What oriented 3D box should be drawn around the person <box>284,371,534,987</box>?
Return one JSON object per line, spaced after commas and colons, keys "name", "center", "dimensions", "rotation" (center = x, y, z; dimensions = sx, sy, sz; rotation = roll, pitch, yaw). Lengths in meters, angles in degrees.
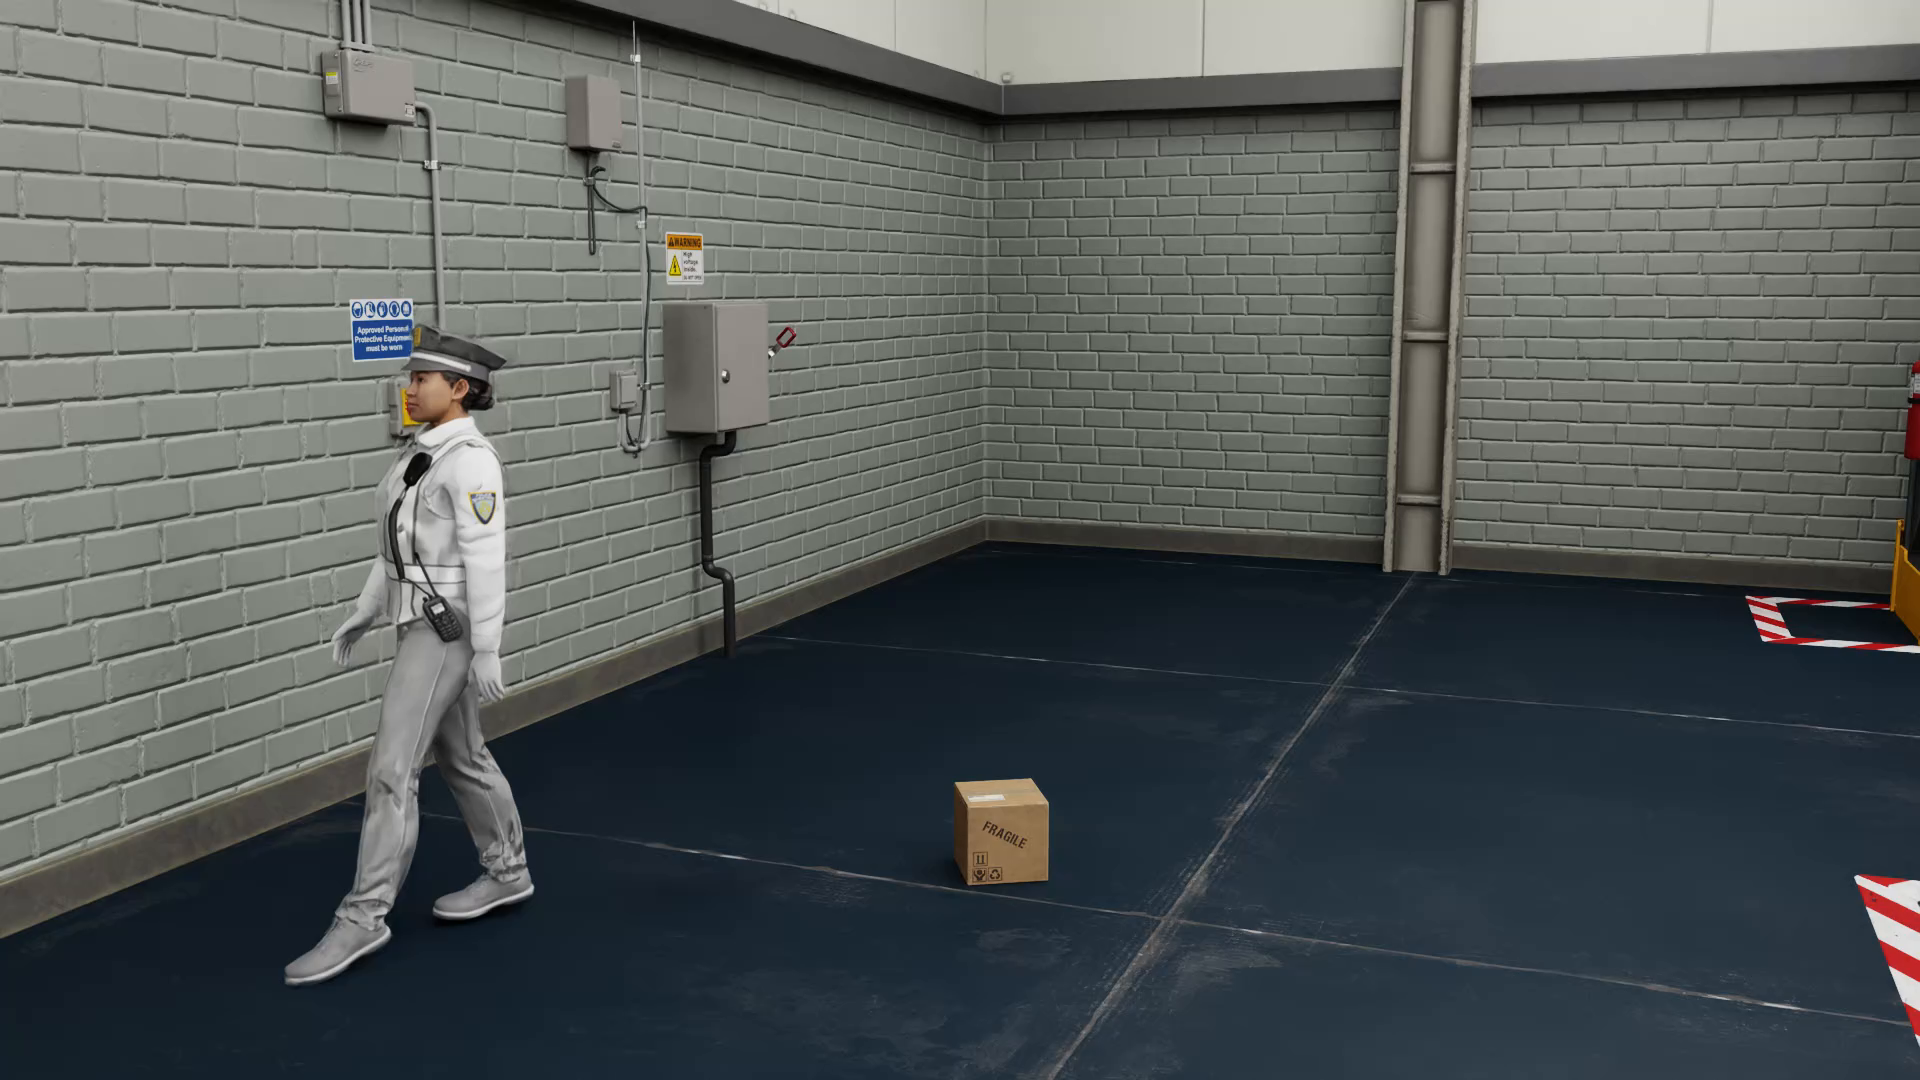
{"name": "person", "center": [-1.525, 0.286, 4.506], "dimensions": [0.709, 1.659, 0.498], "rotation": [-5, 10, -28]}
